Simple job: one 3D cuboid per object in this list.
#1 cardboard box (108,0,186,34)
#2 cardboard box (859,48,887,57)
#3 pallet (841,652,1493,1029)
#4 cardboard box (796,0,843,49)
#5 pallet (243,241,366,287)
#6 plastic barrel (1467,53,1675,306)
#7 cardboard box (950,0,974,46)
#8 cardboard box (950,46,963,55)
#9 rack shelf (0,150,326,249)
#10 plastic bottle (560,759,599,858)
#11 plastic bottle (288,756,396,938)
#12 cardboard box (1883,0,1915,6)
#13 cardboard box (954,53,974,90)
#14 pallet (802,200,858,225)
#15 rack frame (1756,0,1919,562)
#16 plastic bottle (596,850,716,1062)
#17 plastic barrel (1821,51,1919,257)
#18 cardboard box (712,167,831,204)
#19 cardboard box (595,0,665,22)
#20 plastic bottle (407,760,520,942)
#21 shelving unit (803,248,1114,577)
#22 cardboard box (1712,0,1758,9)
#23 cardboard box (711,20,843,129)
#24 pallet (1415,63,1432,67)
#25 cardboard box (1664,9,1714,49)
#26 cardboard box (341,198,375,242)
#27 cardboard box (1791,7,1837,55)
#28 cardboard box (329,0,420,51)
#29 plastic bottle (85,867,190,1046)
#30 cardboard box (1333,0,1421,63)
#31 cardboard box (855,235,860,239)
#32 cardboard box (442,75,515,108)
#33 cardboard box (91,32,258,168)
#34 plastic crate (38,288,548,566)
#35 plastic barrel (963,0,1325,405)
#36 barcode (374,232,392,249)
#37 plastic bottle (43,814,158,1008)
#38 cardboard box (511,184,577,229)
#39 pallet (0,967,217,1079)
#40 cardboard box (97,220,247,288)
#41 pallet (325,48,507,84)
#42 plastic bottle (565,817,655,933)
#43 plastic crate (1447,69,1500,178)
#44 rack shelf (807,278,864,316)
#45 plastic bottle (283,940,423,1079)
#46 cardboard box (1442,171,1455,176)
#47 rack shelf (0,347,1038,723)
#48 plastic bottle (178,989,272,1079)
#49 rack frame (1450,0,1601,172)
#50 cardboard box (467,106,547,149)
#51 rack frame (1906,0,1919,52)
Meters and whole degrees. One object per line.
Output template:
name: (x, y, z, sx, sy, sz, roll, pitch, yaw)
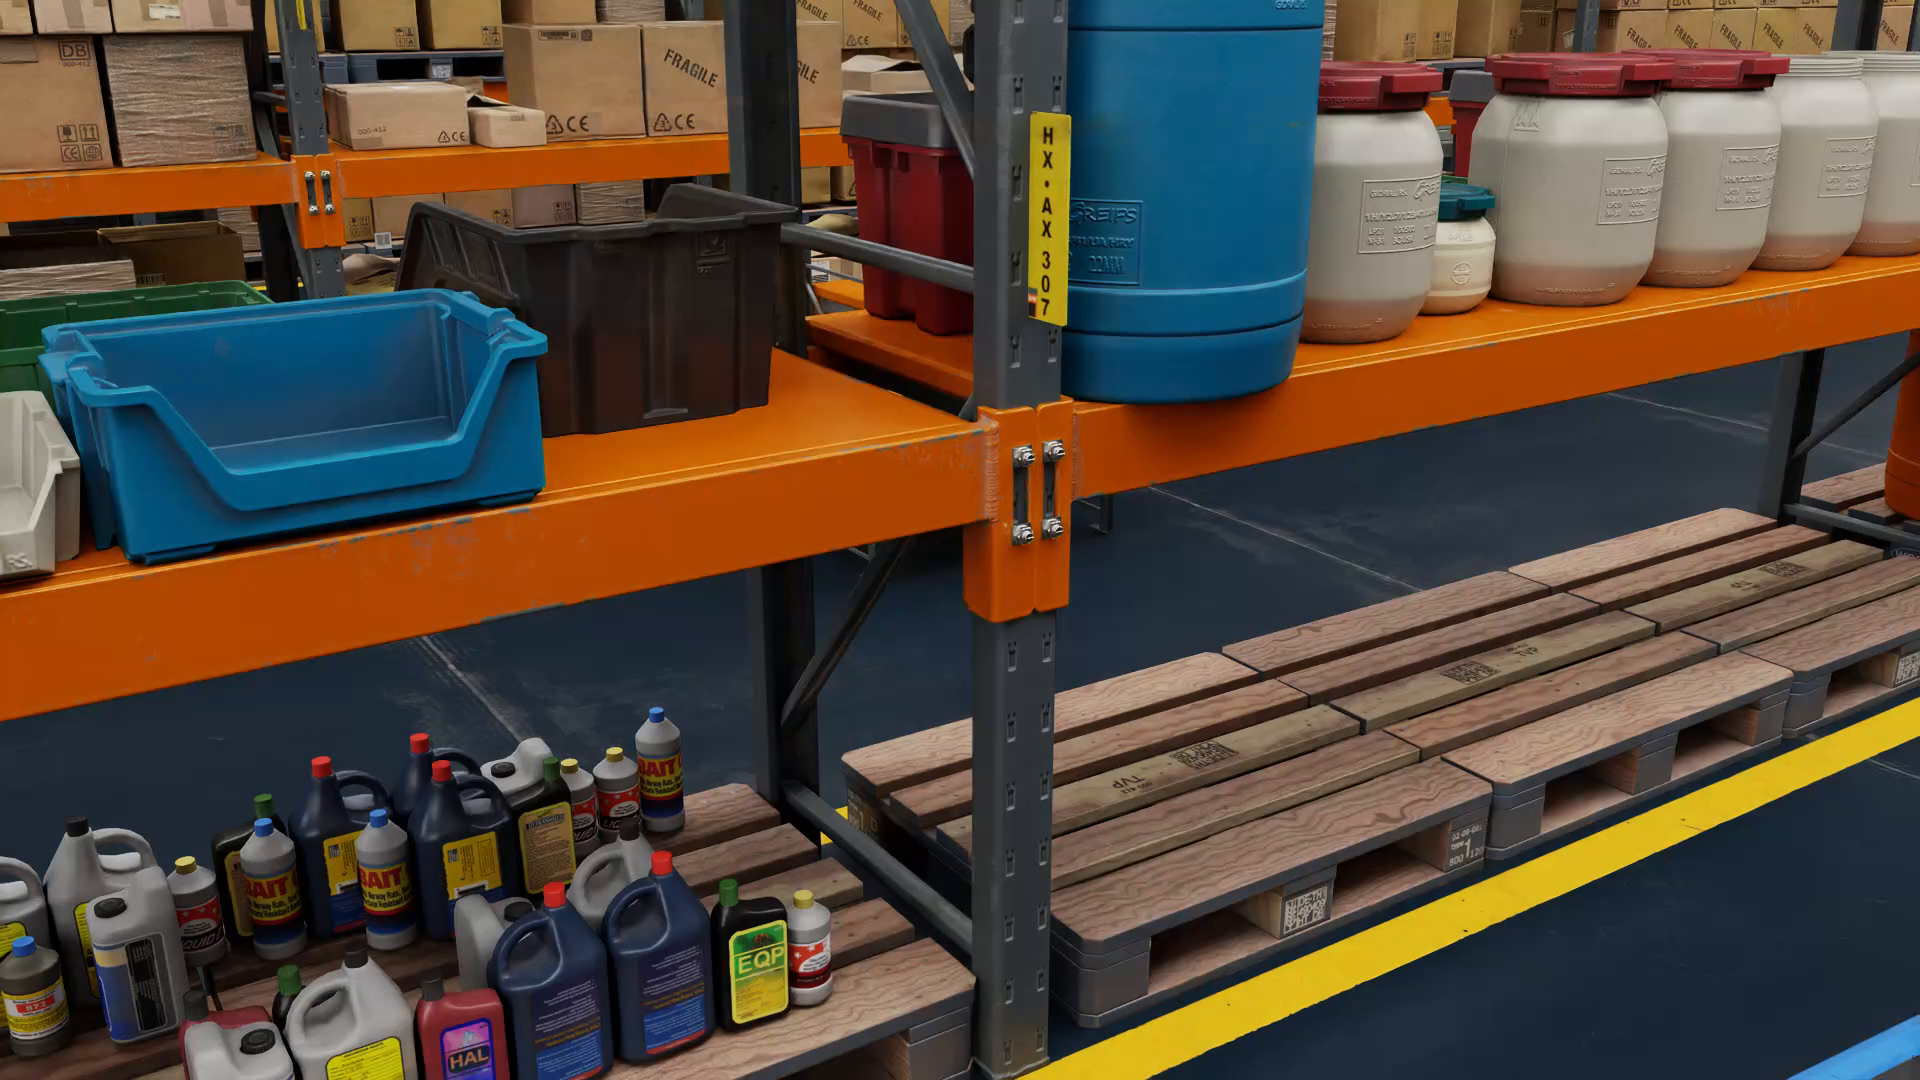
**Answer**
cardboard box: (-3.191, -2.056, 6.475, 0.250, 0.149, 0.380, -12, 22, -33)
cardboard box: (-0.800, -3.999, 13.752, 0.250, 0.149, 0.380, -12, 22, -31)
pallet: (0.481, 0.648, 3.998, 1.213, 0.211, 1.003, -12, 22, -31)
cardboard box: (-1.272, -4.183, 13.283, 0.500, 0.500, 0.500, -11, 22, -30)
pallet: (-4.952, -1.991, 11.804, 1.213, 0.211, 1.003, -12, 22, -31)
plastic barrel: (1.379, -0.828, 3.797, 0.433, 0.535, 0.433, 0, 19, 0)
cardboard box: (-0.012, -4.454, 14.083, 0.500, 0.500, 0.500, -12, 22, -31)
cardboard box: (-0.132, -4.126, 14.128, 0.250, 0.149, 0.380, -13, 22, -33)
rack shelf: (-4.545, -1.157, 6.106, 4.000, 0.370, 1.077, -12, 22, -31)
plastic bottle: (-0.830, 0.568, 3.564, 0.097, 0.201, 0.097, 0, 19, 0)
plastic bottle: (-1.213, 0.587, 3.275, 0.185, 0.351, 0.144, -13, 23, -34)
cardboard box: (6.927, -4.333, 12.659, 0.500, 0.500, 0.500, -12, 22, -32)
cardboard box: (0.139, -2.460, 8.976, 0.500, 0.311, 0.500, -10, 21, -28)
pallet: (-1.561, -2.676, 13.832, 1.213, 0.211, 1.003, -12, 22, -31)
rack frame: (3.188, -1.229, 5.196, 0.127, 3.000, 1.000, -12, 22, -31)
plastic bottle: (-0.533, 0.713, 2.902, 0.185, 0.351, 0.144, -13, 22, -33)
plastic barrel: (2.446, -1.043, 4.473, 0.421, 0.512, 0.421, 0, 19, 0)
cardboard box: (-1.575, -3.154, 13.591, 0.750, 0.750, 0.750, -12, 22, -32)
cardboard box: (-2.648, -4.049, 12.695, 0.500, 0.500, 0.700, -15, 24, -38)
plastic bottle: (-0.976, 0.592, 3.259, 0.185, 0.351, 0.144, -12, 22, -31)
shelving unit: (0.006, -0.534, 6.068, 1.048, 1.125, 0.538, -12, 22, -31)
cardboard box: (5.216, -3.969, 11.584, 0.500, 0.500, 0.500, -13, 22, -33)
cardboard box: (-0.926, -2.302, 8.214, 0.500, 0.500, 0.500, -13, 23, -34)
pallet: (2.088, -2.807, 10.165, 1.213, 0.211, 1.003, -12, 22, -31)
cardboard box: (4.809, -3.414, 11.504, 0.500, 0.500, 0.500, -11, 22, -30)
cardboard box: (-4.592, -2.437, 11.986, 0.500, 0.500, 0.700, -12, 22, -32)
cardboard box: (6.072, -3.680, 12.292, 0.500, 0.500, 0.500, -12, 22, -31)
cardboard box: (-4.155, -3.731, 11.755, 0.500, 0.500, 0.700, -9, 21, -24)
plastic bottle: (-1.466, 0.732, 2.961, 0.135, 0.276, 0.152, -12, 22, -31)
cardboard box: (2.366, -3.178, 10.148, 0.700, 0.500, 0.500, 16, 24, 39)
cardboard box: (-0.266, -1.465, 8.656, 0.500, 0.311, 0.500, -12, 22, -32)
cardboard box: (-2.241, -1.990, 7.658, 0.258, 0.266, 0.396, -13, 22, -33)
cardboard box: (-3.241, -1.817, 6.781, 0.500, 0.500, 0.700, -13, 22, -33)
plastic crate: (-0.928, -0.186, 2.344, 0.616, 0.251, 0.499, -12, 22, -31)
plastic barrel: (0.336, -0.749, 2.993, 0.708, 0.901, 0.600, -12, 22, -31)
barcode: (-2.432, -1.262, 7.012, 0.075, 0.075, 0.001, -12, 22, -31)
plastic bottle: (-1.568, 0.662, 3.054, 0.185, 0.351, 0.144, -12, 22, -32)
cardboard box: (-3.328, -2.703, 12.771, 0.500, 0.500, 0.700, -12, 22, -31)
pallet: (-1.757, 1.120, 2.602, 1.213, 0.211, 1.003, -12, 22, -31)
cardboard box: (-3.434, -1.103, 7.292, 0.500, 0.500, 0.500, -12, 22, -31)
pallet: (-3.892, -3.428, 12.001, 1.213, 0.211, 1.003, -12, 22, -31)
plastic bottle: (-0.612, 0.674, 3.016, 0.185, 0.351, 0.144, -12, 22, -31)
plastic crate: (1.670, -1.056, 4.586, 0.583, 0.464, 0.402, -12, 22, -31)
rack shelf: (0.006, -0.811, 5.974, 1.000, 0.278, 0.538, -12, 22, -31)
plastic bottle: (-0.963, 0.803, 2.634, 0.185, 0.351, 0.144, -12, 22, -32)
cardboard box: (3.269, -2.263, 11.472, 0.500, 0.500, 0.500, -13, 23, -34)
rack shelf: (-1.824, 0.169, 2.185, 4.000, 0.370, 1.077, -12, 22, -31)
plastic bottle: (-1.159, 0.835, 2.647, 0.133, 0.283, 0.061, -12, 22, -31)
rack frame: (3.807, -3.259, 11.201, 0.127, 3.000, 1.000, -12, 22, -31)
cardboard box: (-2.022, -1.832, 7.373, 0.250, 0.149, 0.380, -12, 22, -31)
rack frame: (7.148, -3.964, 13.285, 0.127, 3.000, 1.000, -12, 22, -31)
